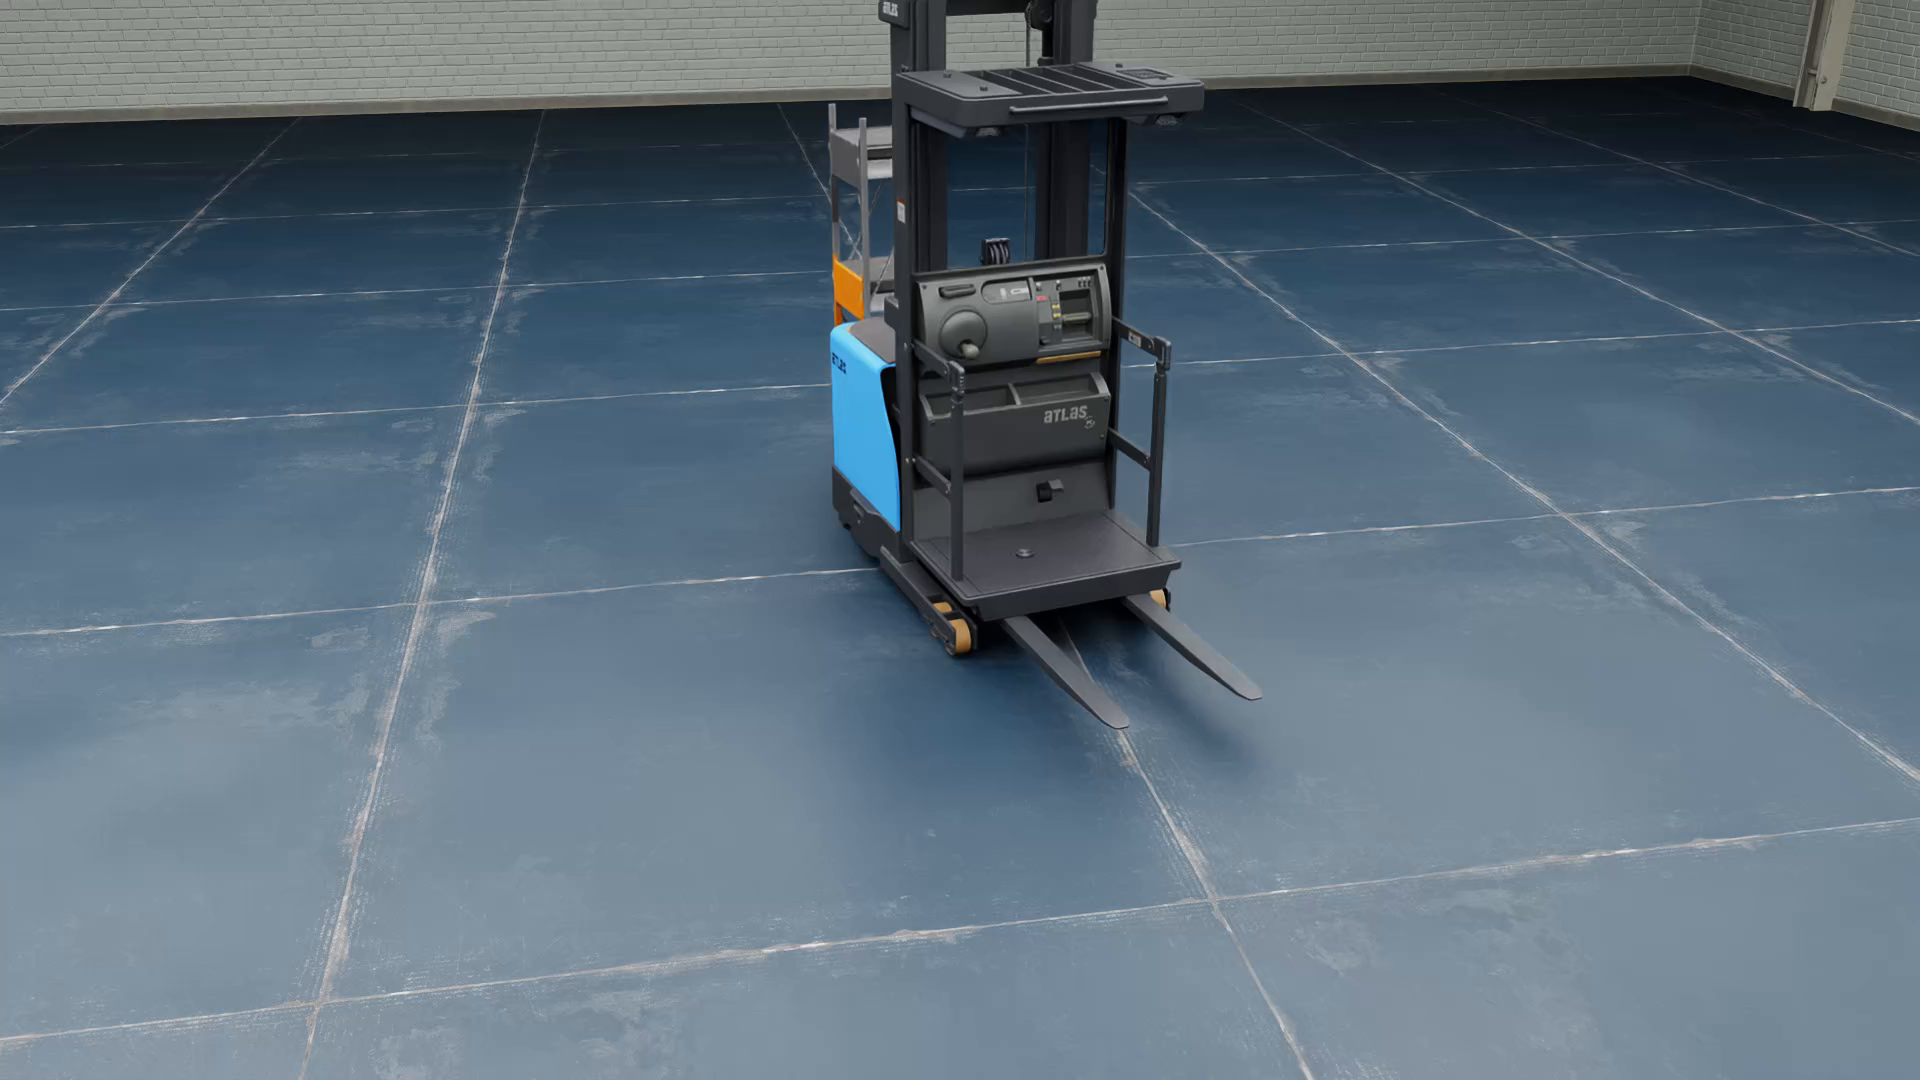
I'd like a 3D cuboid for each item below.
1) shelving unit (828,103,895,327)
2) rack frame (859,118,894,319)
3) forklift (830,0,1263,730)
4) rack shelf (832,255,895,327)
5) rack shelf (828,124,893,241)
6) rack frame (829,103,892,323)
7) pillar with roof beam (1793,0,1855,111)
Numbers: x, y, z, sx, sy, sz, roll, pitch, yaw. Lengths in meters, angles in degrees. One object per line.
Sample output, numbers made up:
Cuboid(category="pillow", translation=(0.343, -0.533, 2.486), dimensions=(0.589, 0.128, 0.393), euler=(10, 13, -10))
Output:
Cuboid(category="shelving unit", translation=(-0.413, -1.276, 9.049), dimensions=(0.431, 2.100, 0.503), euler=(-9, 25, -20))
Cuboid(category="rack frame", translation=(-0.320, -1.186, 8.842), dimensions=(0.400, 2.100, 0.015), euler=(-9, 25, -20))
Cuboid(category="forklift", translation=(0.342, -1.011, 7.403), dimensions=(1.130, 2.935, 3.031), euler=(-9, 25, -20))
Cuboid(category="rack shelf", translation=(-0.413, -1.264, 9.054), dimensions=(0.431, 0.518, 0.480), euler=(-9, 25, -20))
Cuboid(category="rack shelf", translation=(-0.413, -1.905, 8.774), dimensions=(0.431, 0.518, 0.480), euler=(-9, 25, -20))
Cuboid(category="rack frame", translation=(-0.506, -1.366, 9.255), dimensions=(0.400, 2.100, 0.015), euler=(-9, 25, -20))
Cuboid(category="pillar with roof beam", translation=(6.841, -9.415, 19.064), dimensions=(9.100, 9.000, 0.400), euler=(-4, 24, -10))
